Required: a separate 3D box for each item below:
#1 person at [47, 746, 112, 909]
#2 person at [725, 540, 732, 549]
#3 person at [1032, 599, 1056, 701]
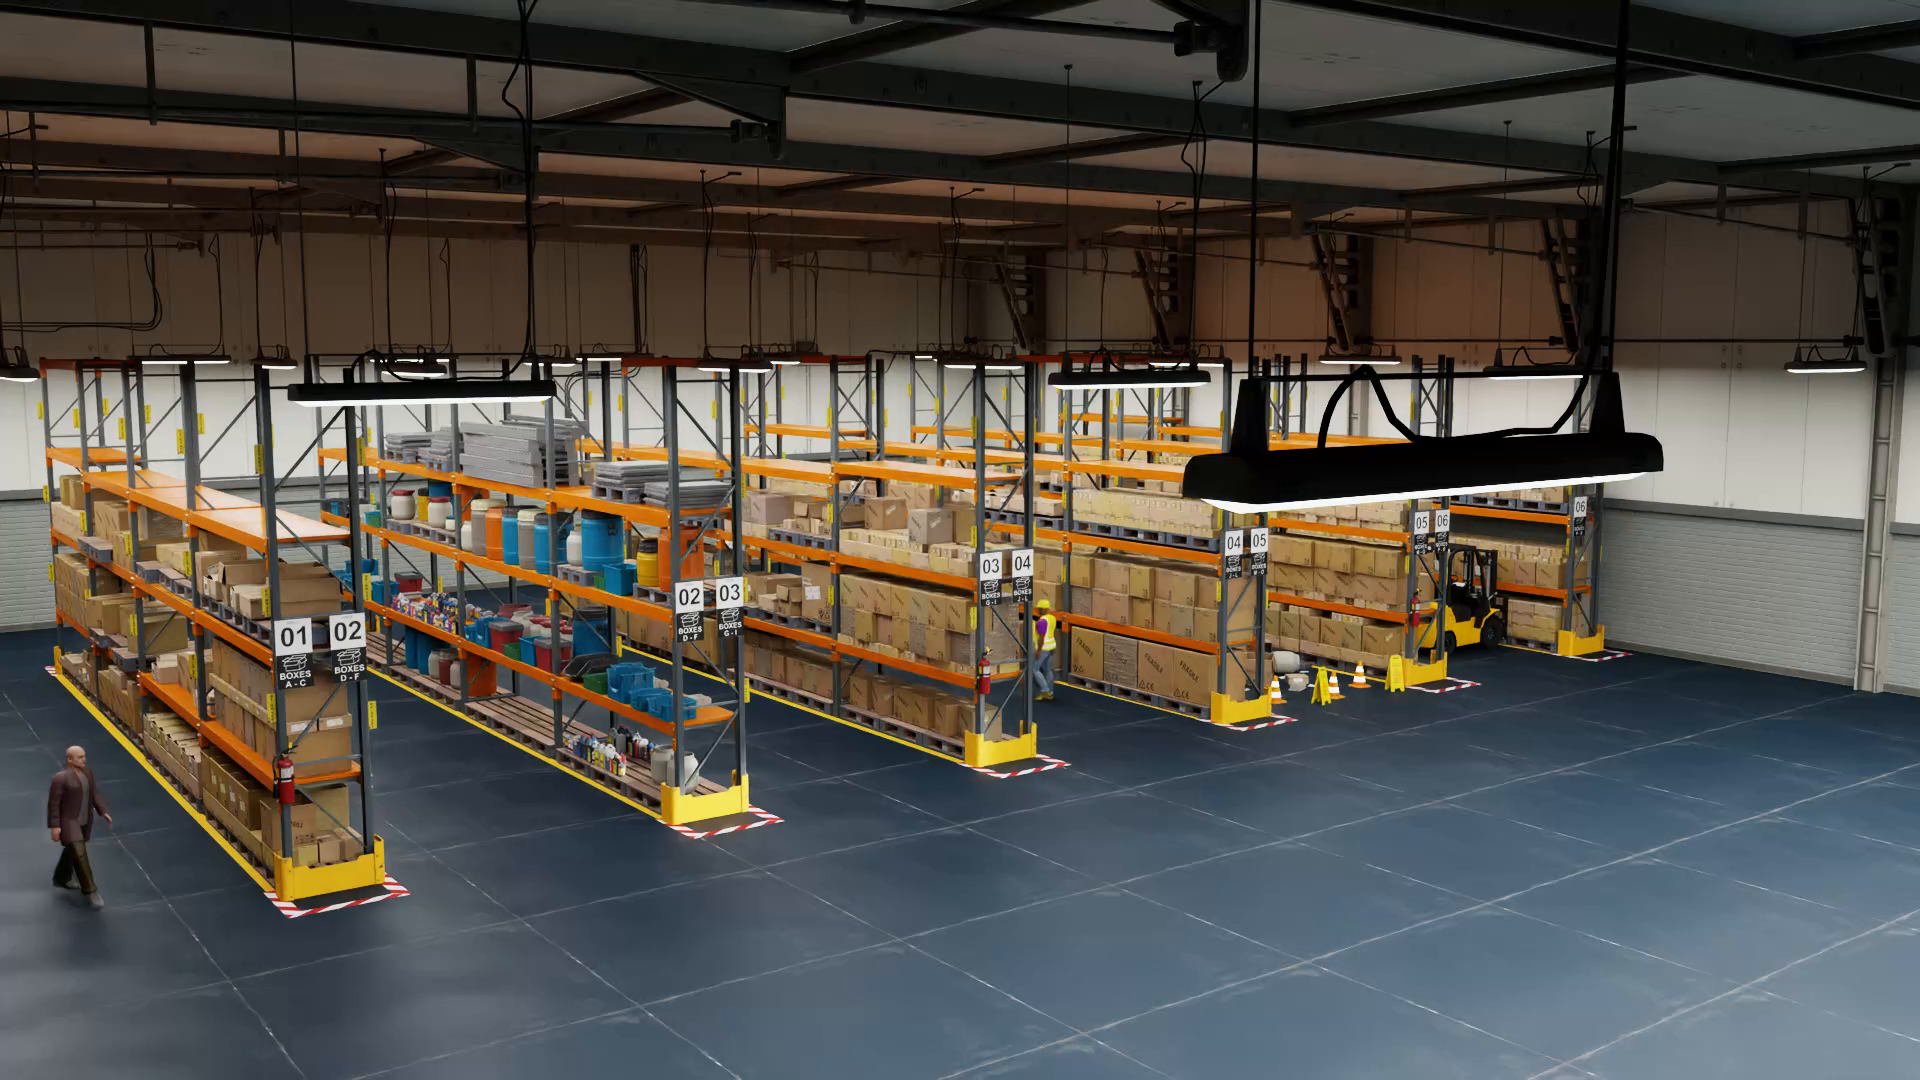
[{"bbox_3d":[-9.995,3.205,18.842,1.027,1.770,0.668,3,7,23],"label":"person"},{"bbox_3d":[-6.036,0.226,43.475,0.574,1.715,1.075,0,7,-1],"label":"person"},{"bbox_3d":[1.490,1.941,29.397,0.403,1.787,0.609,4,8,30],"label":"person"}]
